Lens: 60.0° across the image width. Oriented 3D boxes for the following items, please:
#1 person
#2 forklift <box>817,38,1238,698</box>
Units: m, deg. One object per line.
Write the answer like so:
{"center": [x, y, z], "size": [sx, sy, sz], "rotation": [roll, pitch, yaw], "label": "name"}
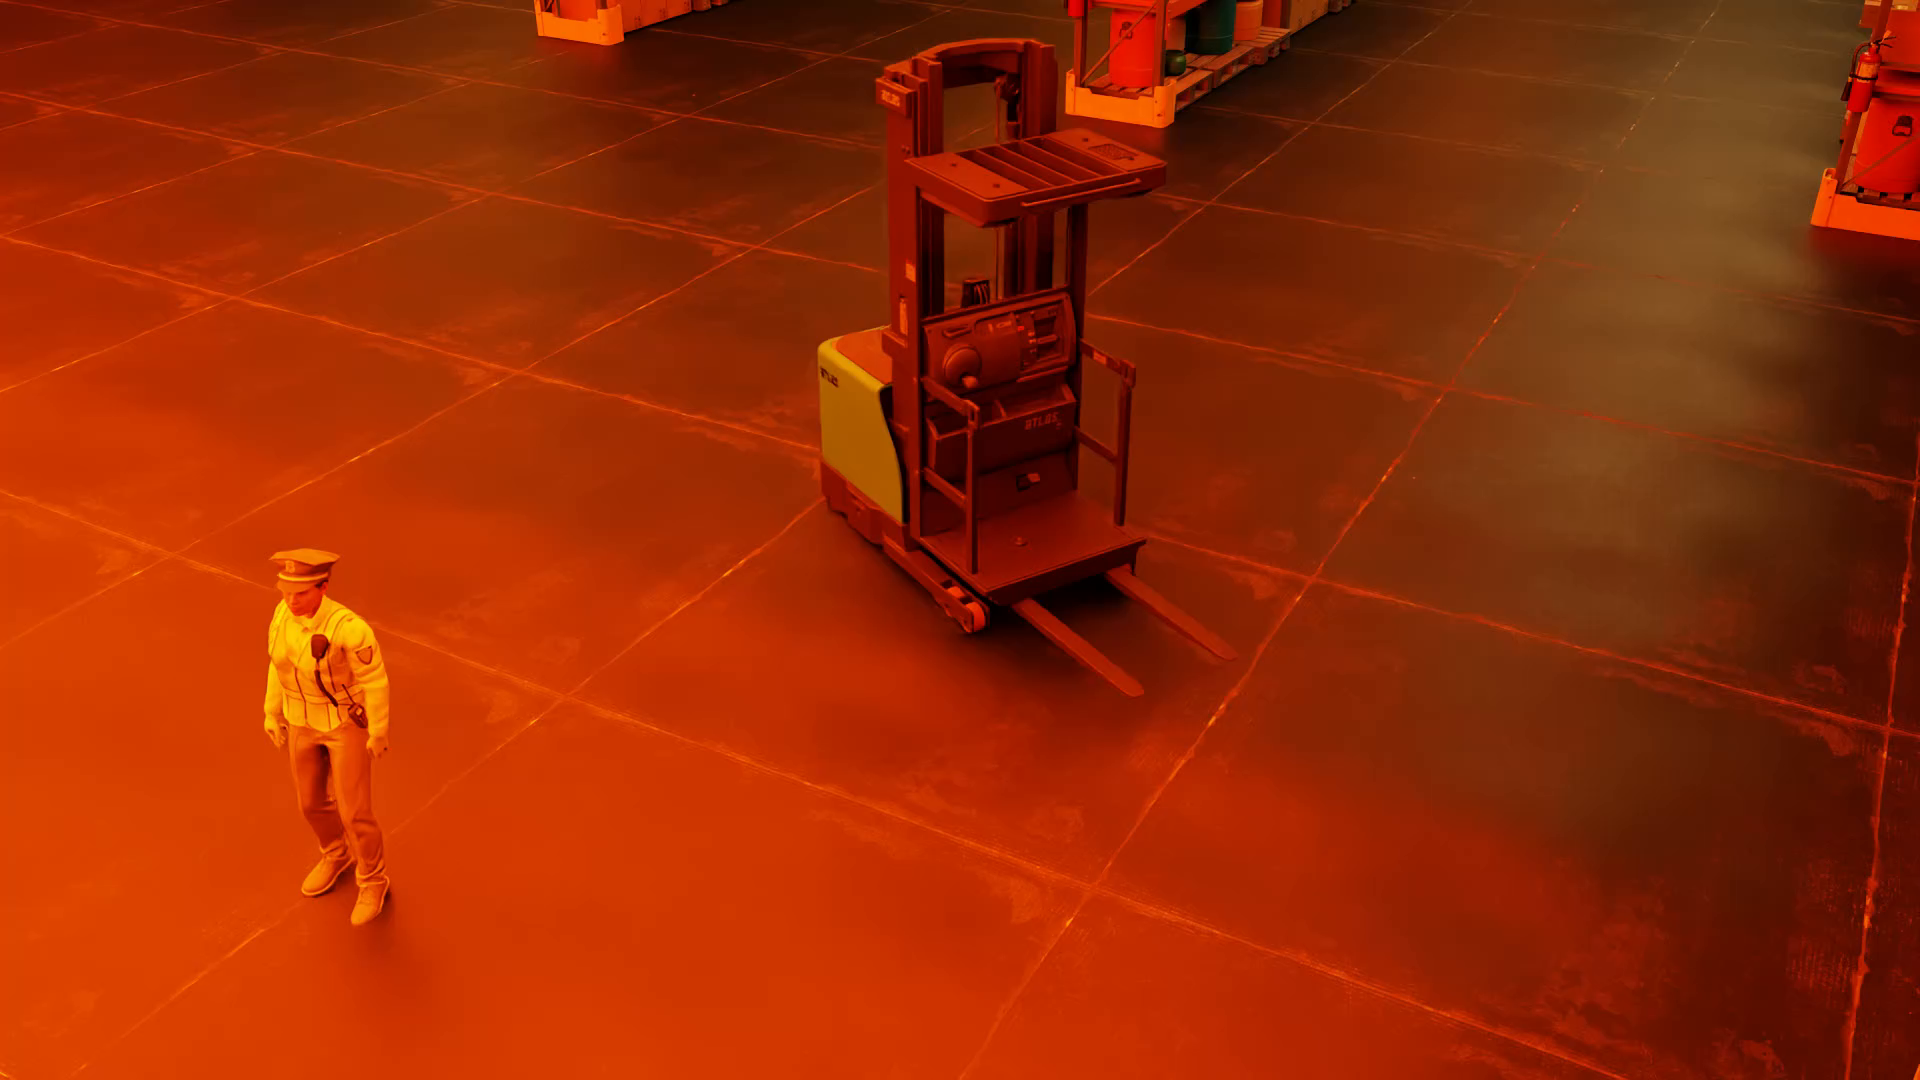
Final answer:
{"center": [-2.669, 0.808, 6.947], "size": [0.567, 1.713, 0.452], "rotation": [10, 32, 18], "label": "person"}
{"center": [0.341, -1.029, 8.853], "size": [1.130, 2.935, 3.031], "rotation": [-17, 34, -27], "label": "forklift"}
